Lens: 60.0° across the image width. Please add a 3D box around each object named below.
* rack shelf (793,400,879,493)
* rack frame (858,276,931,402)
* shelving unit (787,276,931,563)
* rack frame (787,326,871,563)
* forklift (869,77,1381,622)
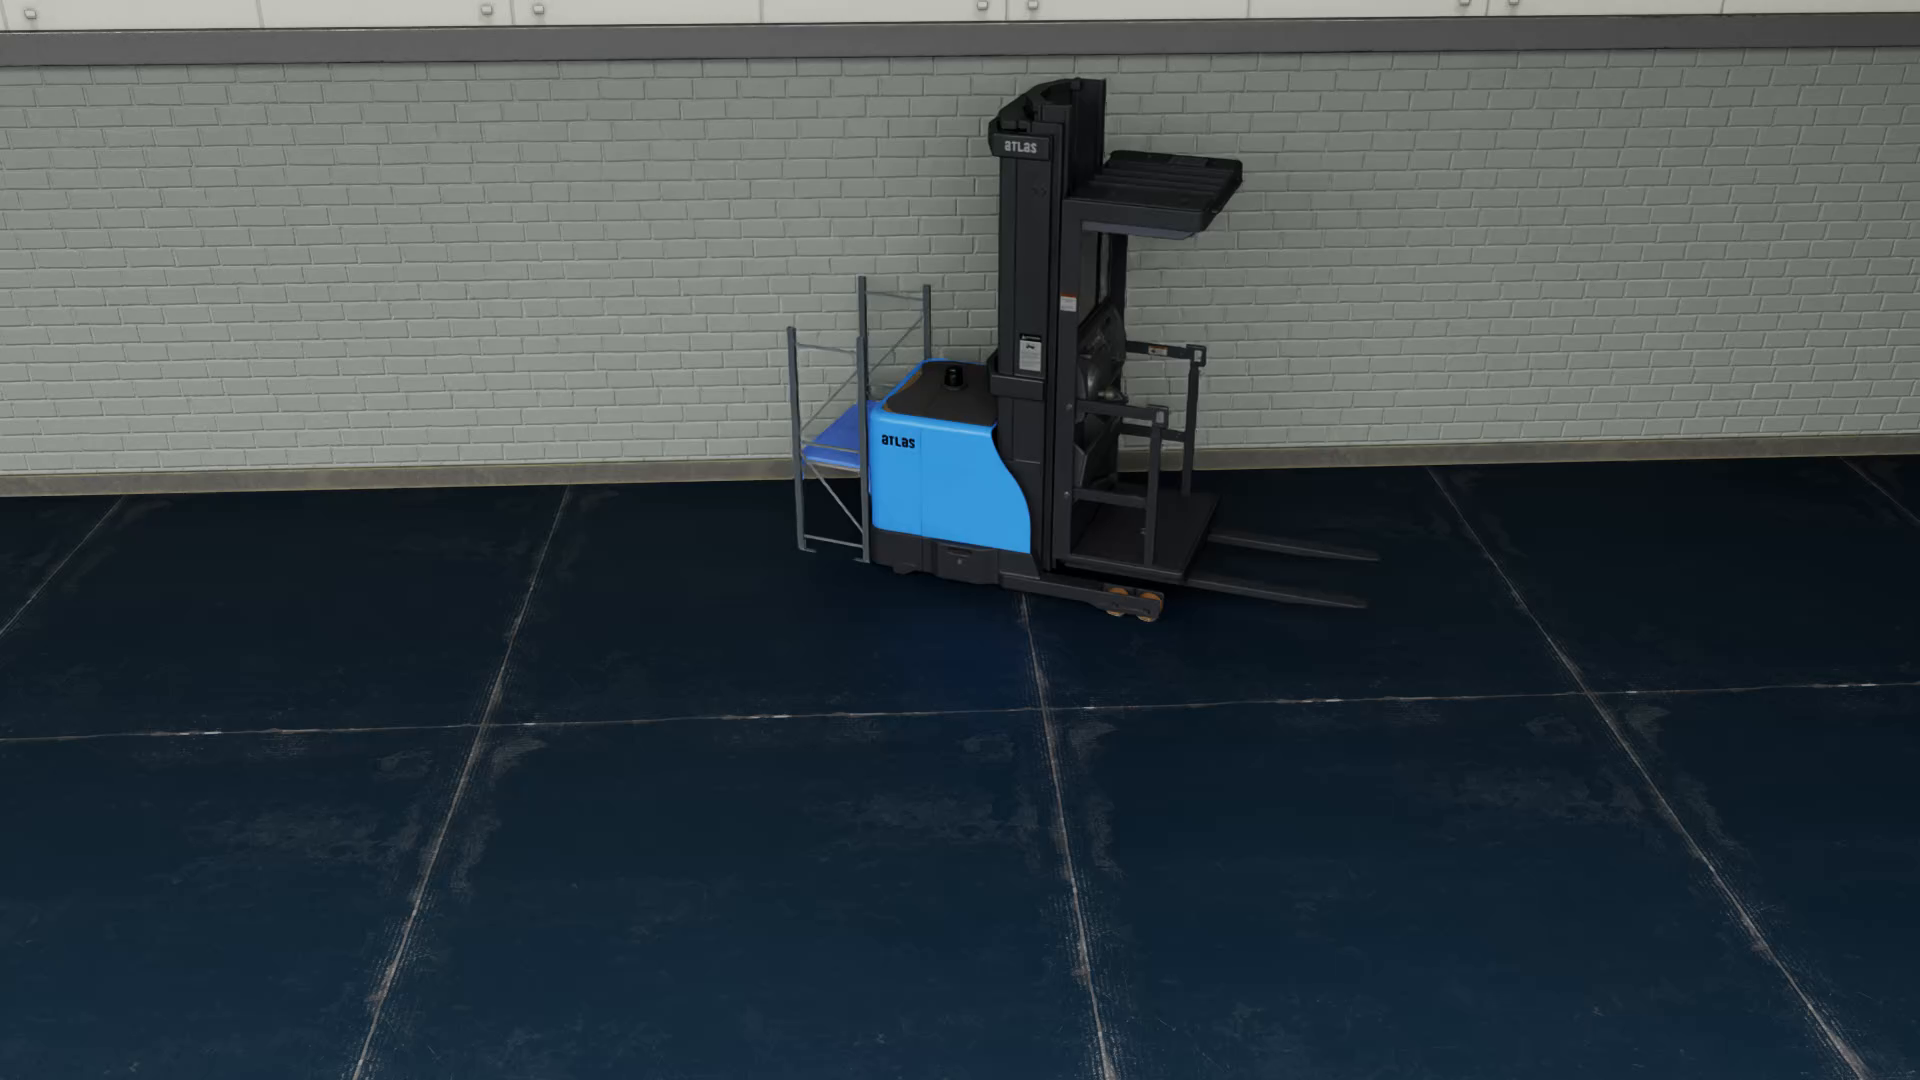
[{"bbox_3d":[-0.611,-0.627,10.718,0.538,0.185,1.000,10,29,19],"label":"rack shelf"},{"bbox_3d":[-0.424,-1.005,11.054,0.500,1.500,0.032,10,29,19],"label":"rack frame"},{"bbox_3d":[-0.611,-0.786,10.635,0.538,1.500,1.048,10,29,19],"label":"shelving unit"},{"bbox_3d":[-0.798,-0.567,10.216,0.500,1.500,0.032,10,29,19],"label":"rack frame"},{"bbox_3d":[1.015,-1.095,9.680,3.031,2.935,1.130,9,29,17],"label":"forklift"}]
